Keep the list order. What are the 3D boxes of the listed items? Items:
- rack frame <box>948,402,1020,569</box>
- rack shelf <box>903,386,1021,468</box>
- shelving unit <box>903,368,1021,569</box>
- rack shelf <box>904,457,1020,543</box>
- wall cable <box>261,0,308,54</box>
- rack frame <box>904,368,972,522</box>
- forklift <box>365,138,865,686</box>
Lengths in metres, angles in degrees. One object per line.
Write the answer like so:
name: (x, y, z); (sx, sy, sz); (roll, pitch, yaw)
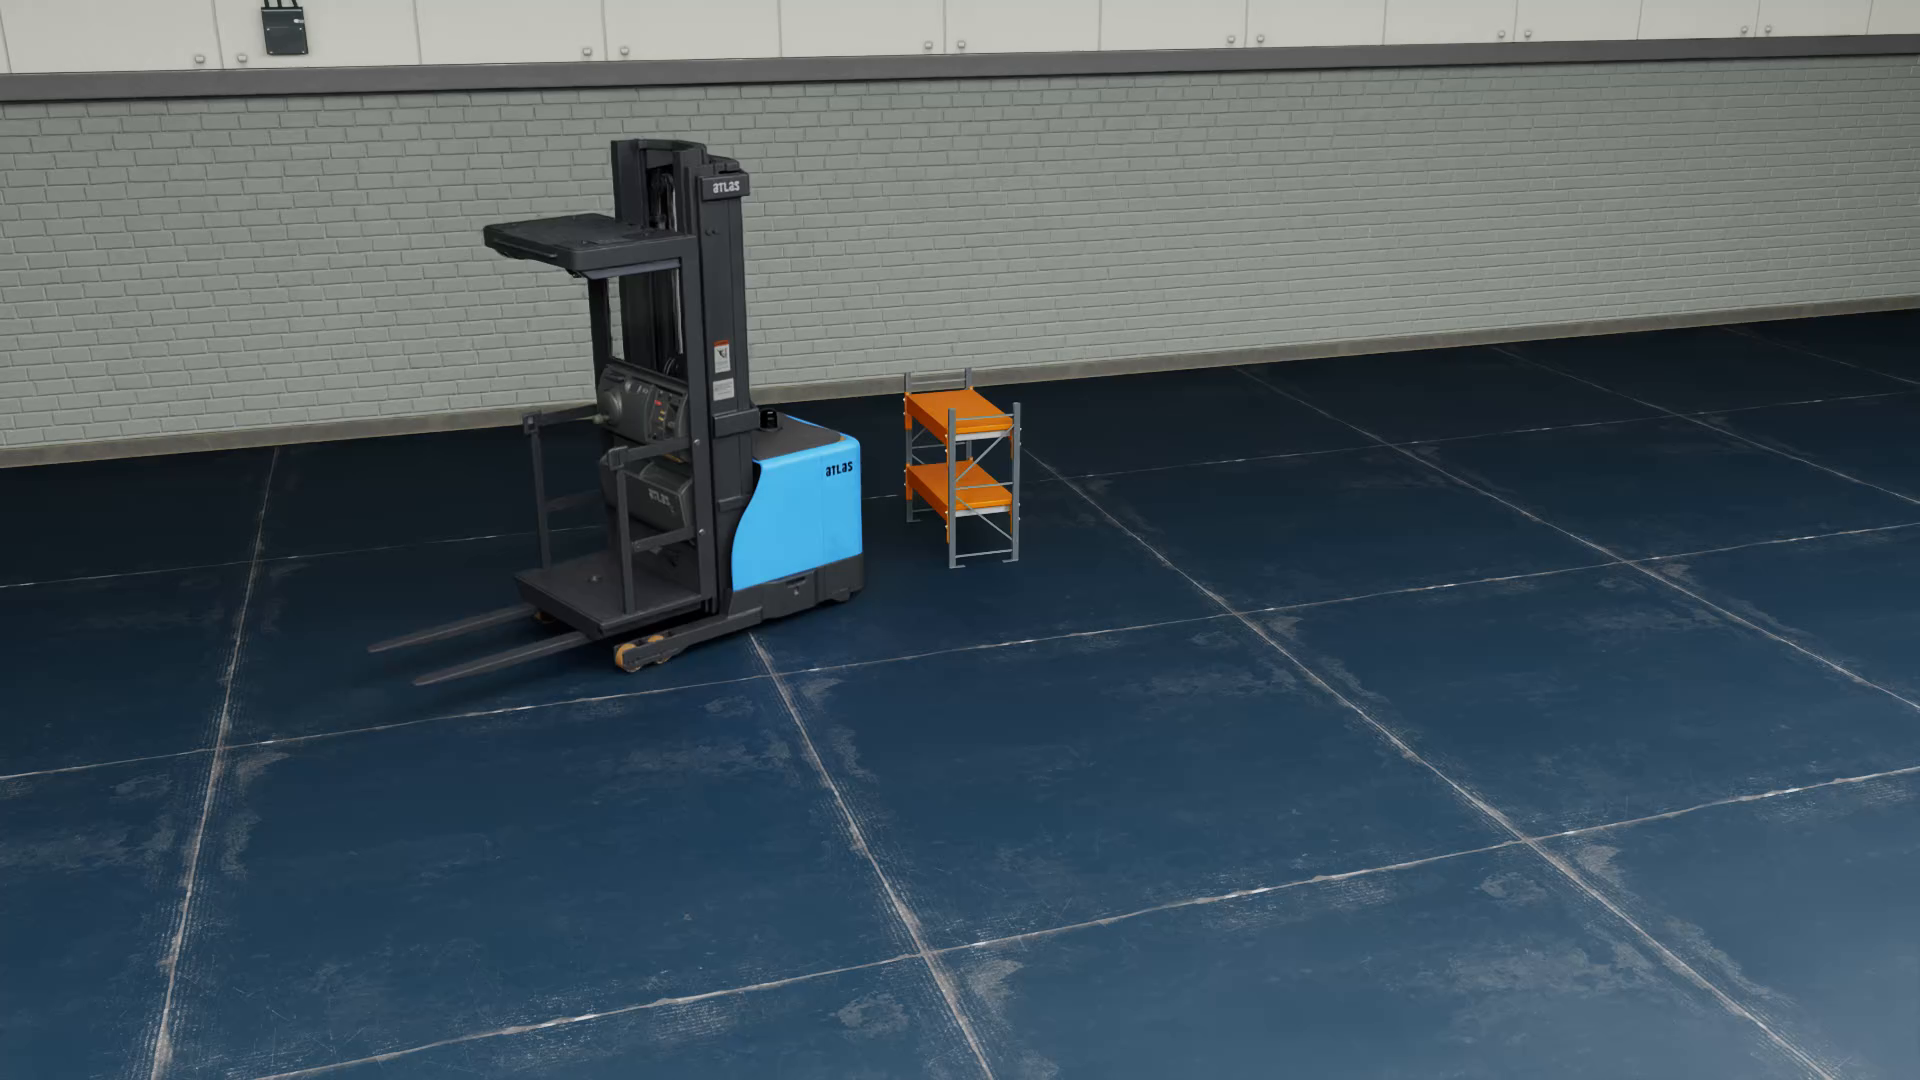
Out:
rack frame: (0.162, -0.364, 11.266); (0.500, 1.125, 0.032); (-6, 21, -17)
rack shelf: (0.002, -0.803, 11.621); (0.538, 0.278, 1.000); (-6, 21, -17)
shelving unit: (0.002, -0.527, 11.720); (0.538, 1.125, 1.048); (-6, 21, -17)
rack shelf: (0.002, -0.297, 11.803); (0.538, 0.278, 1.000); (-6, 21, -17)
wall cable: (-4.384, -6.789, 12.475); (2.305, 6.003, 0.169); (-6, 21, -17)
rack frame: (-0.158, -0.690, 12.174); (0.500, 1.125, 0.032); (-6, 21, -17)
forklift: (-2.055, -0.802, 9.814); (3.031, 2.935, 1.130); (-17, 26, -39)
